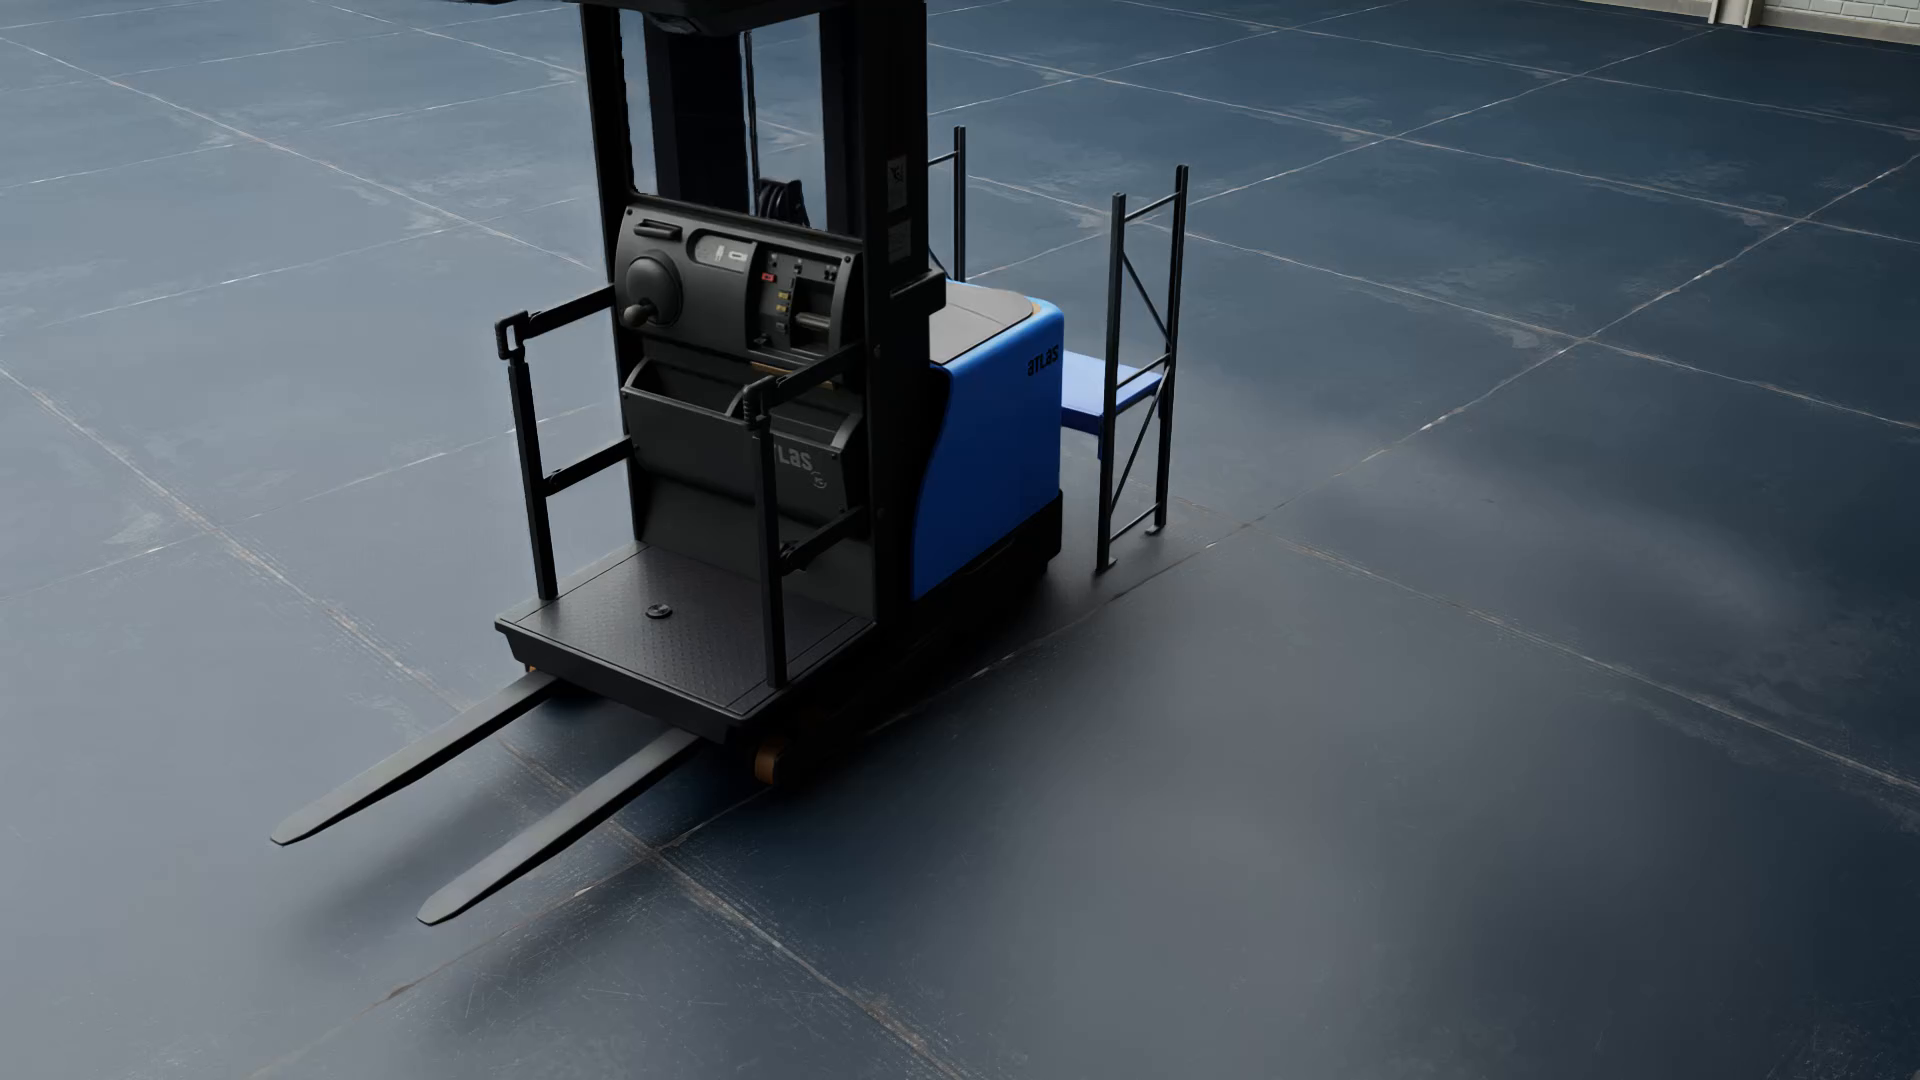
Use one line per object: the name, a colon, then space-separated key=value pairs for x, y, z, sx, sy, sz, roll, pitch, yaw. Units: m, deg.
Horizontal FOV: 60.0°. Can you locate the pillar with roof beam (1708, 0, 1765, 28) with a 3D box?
pillar with roof beam: x=4.662 y=-7.682 z=11.690 sx=0.400 sy=9.000 sz=9.100 roll=25 pitch=36 yaw=38

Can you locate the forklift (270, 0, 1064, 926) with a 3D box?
forklift: x=-0.832 y=-0.765 z=5.055 sx=1.130 sy=2.935 sz=3.031 roll=17 pitch=32 yaw=29

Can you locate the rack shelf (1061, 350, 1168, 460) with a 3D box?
rack shelf: x=0.279 y=-0.616 z=6.697 sx=1.000 sy=0.185 sz=0.538 roll=18 pitch=33 yaw=31

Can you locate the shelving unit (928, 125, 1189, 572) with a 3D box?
shelving unit: x=0.279 y=-0.775 z=6.613 sx=1.048 sy=1.500 sz=0.538 roll=18 pitch=33 yaw=31

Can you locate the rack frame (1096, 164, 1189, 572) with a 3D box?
rack frame: x=0.692 y=-0.637 z=6.351 sx=0.032 sy=1.500 sz=0.500 roll=18 pitch=33 yaw=31

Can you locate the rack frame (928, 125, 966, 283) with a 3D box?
rack frame: x=-0.135 y=-0.913 z=6.875 sx=0.032 sy=1.500 sz=0.500 roll=18 pitch=33 yaw=31
